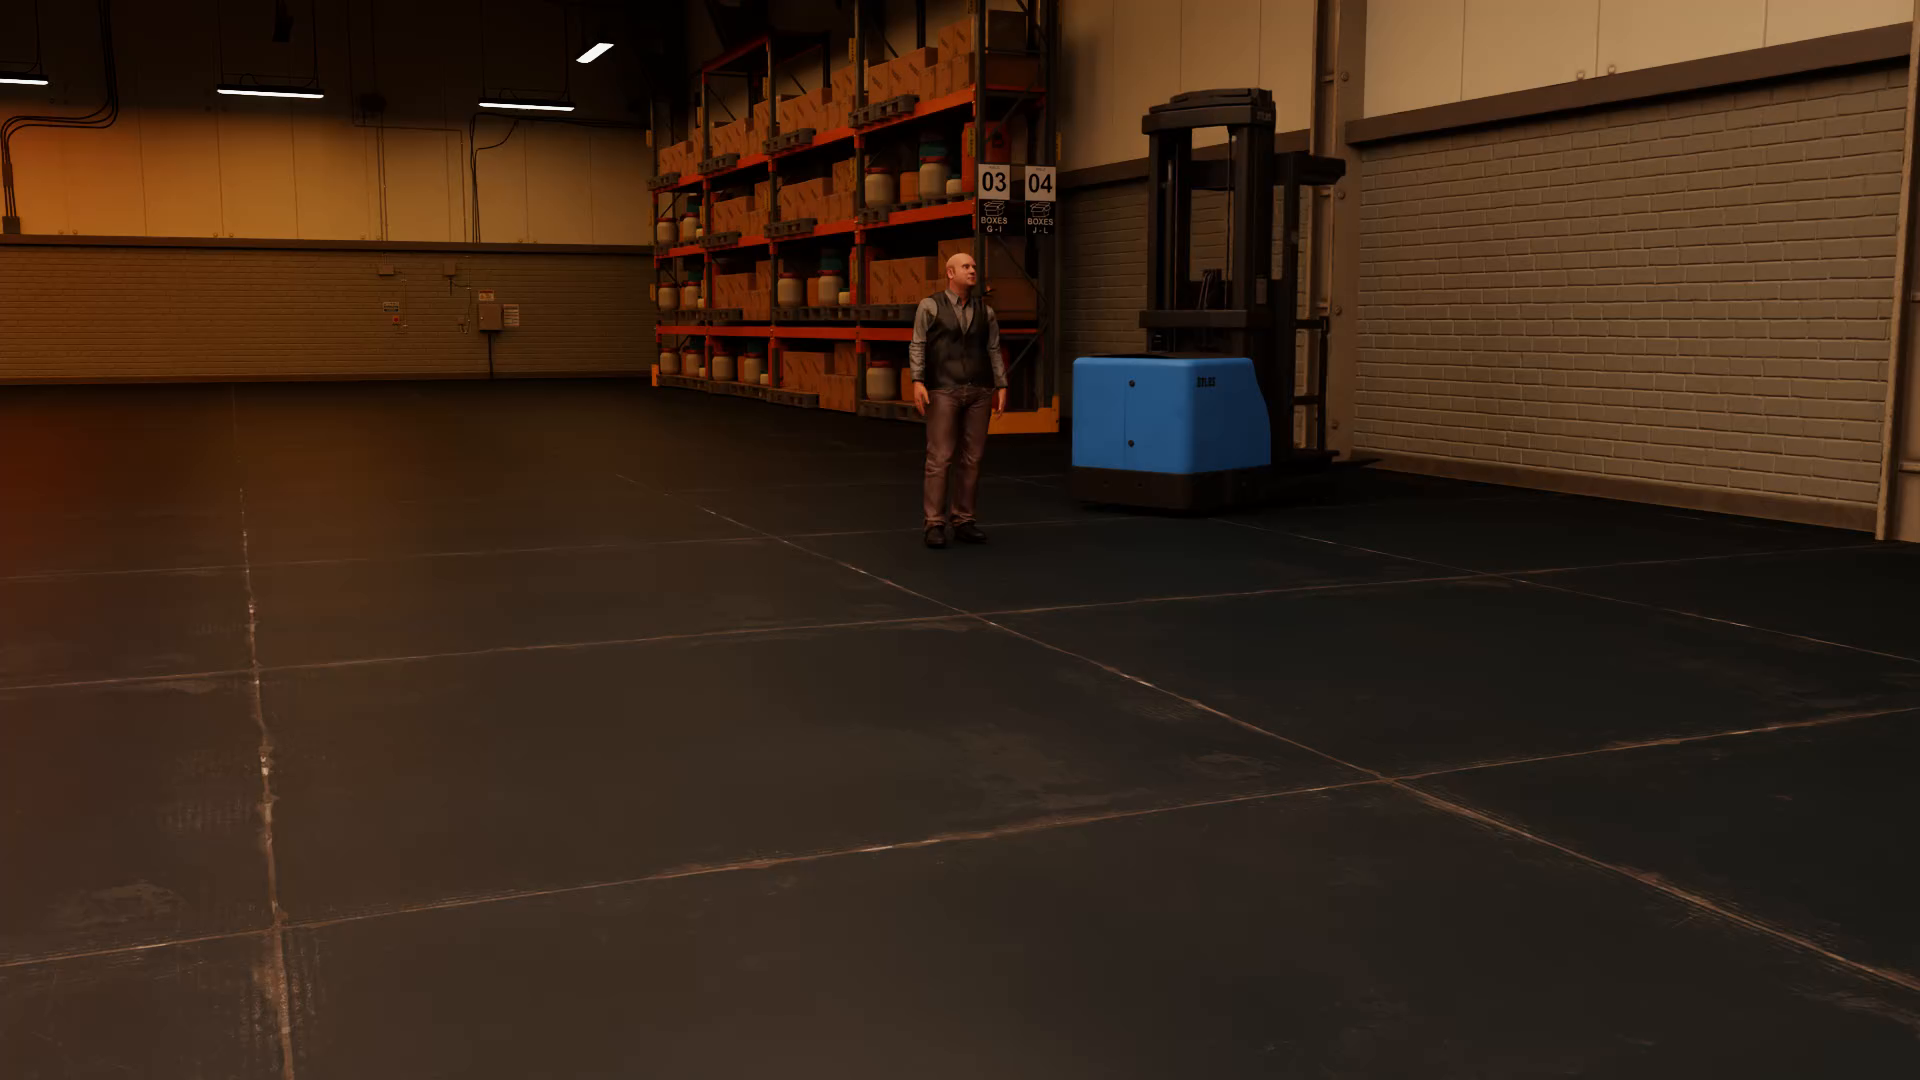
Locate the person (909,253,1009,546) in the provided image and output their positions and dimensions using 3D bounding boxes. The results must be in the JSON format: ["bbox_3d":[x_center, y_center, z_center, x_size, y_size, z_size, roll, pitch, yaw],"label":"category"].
[{"bbox_3d":[0.019,-0.853,9.980,0.634,1.723,0.566,-3,8,-23],"label":"person"}]

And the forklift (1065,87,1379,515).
[{"bbox_3d":[2.107,-1.765,12.330,1.130,2.935,3.031,7,10,42],"label":"forklift"}]
